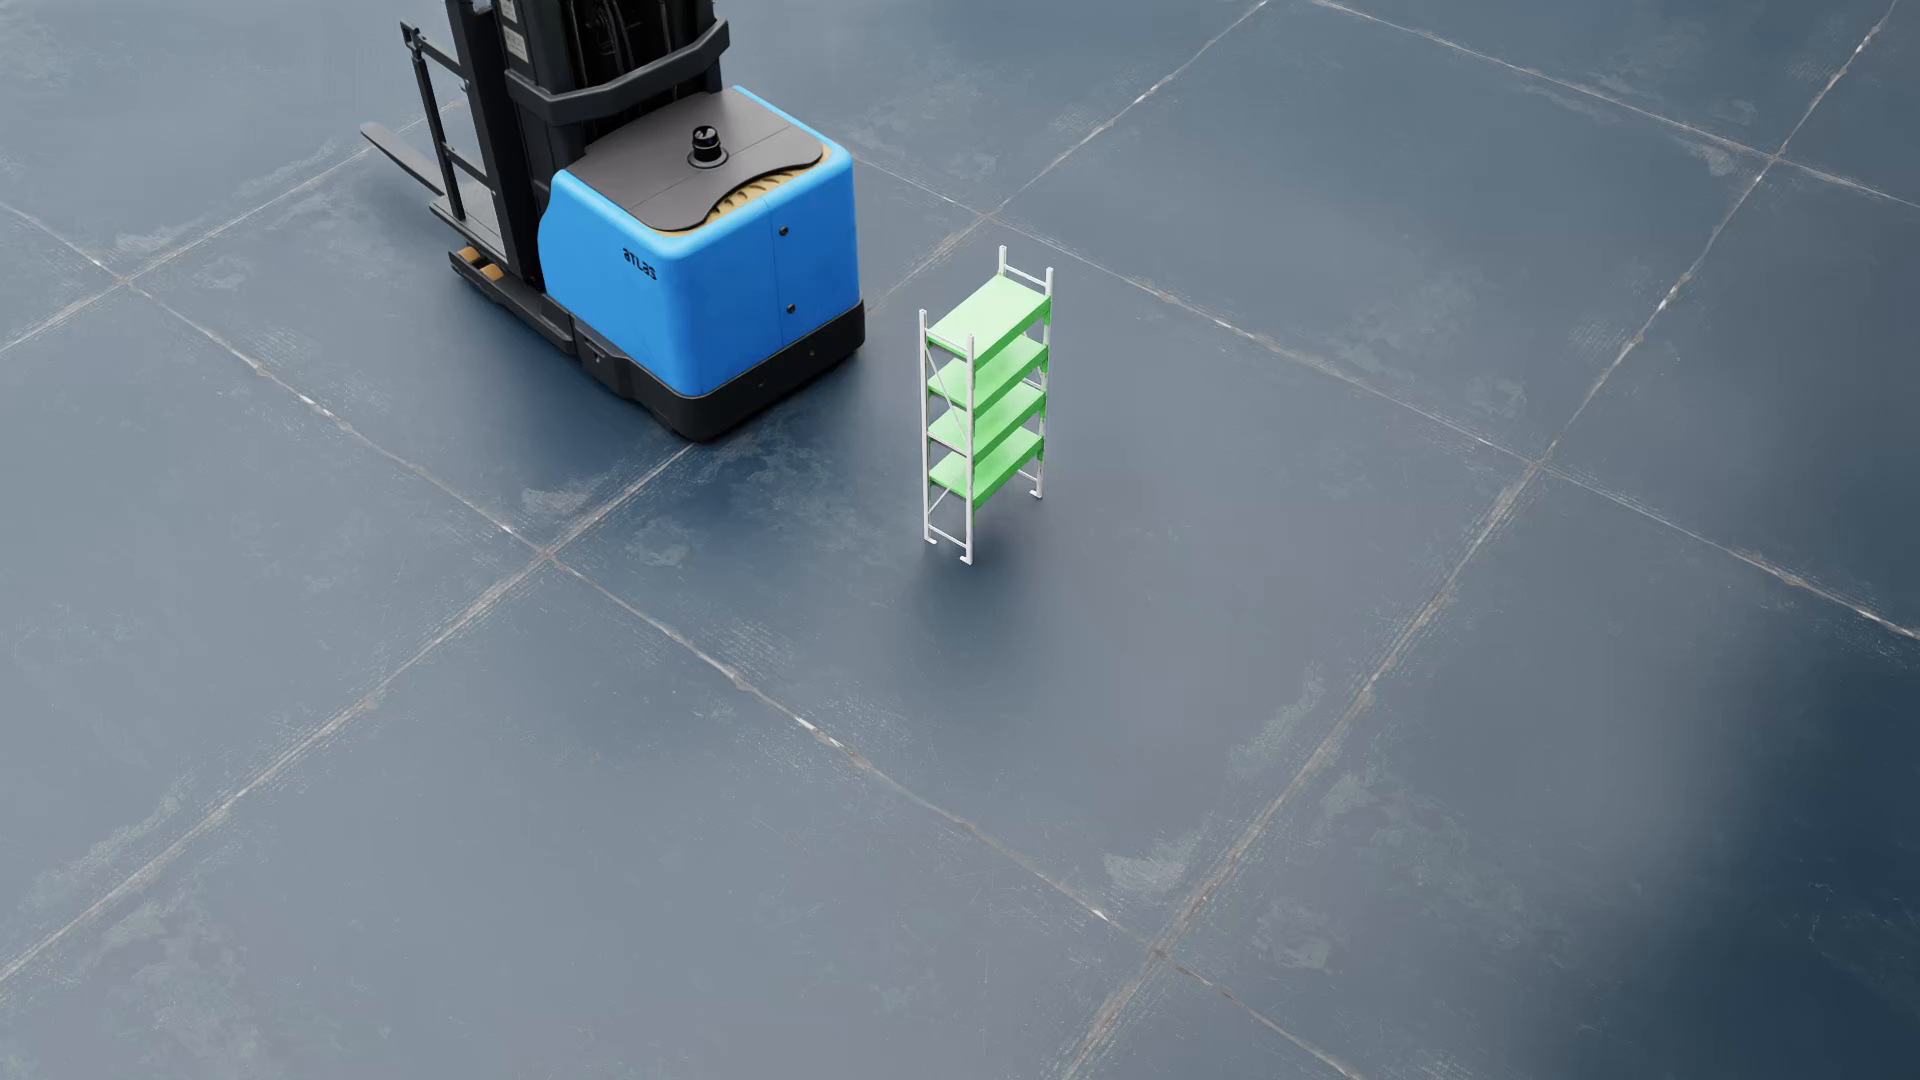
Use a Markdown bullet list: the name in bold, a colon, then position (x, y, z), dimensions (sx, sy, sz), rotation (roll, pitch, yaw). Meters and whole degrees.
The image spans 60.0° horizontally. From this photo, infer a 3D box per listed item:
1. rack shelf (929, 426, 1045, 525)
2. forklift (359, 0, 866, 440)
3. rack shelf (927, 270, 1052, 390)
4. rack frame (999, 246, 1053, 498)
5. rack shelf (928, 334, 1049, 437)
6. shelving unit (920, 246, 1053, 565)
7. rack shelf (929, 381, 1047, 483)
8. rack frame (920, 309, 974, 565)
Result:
- **rack shelf**: position (0.101, -0.299, 6.791), dimensions (0.258, 0.148, 0.480), rotation (29, 53, 25)
- **forklift**: position (-1.833, -2.410, 7.190), dimensions (1.130, 2.935, 3.031), rotation (-36, 56, -29)
- **rack shelf**: position (0.101, -0.797, 6.270), dimensions (0.258, 0.148, 0.480), rotation (29, 53, 25)
- **rack frame**: position (0.250, -0.649, 6.705), dimensions (0.240, 1.200, 0.015), rotation (29, 53, 25)
- **rack shelf**: position (0.101, -0.631, 6.444), dimensions (0.258, 0.148, 0.480), rotation (29, 53, 25)
- **shelving unit**: position (0.101, -0.509, 6.571), dimensions (0.258, 1.200, 0.503), rotation (29, 53, 25)
- **rack shelf**: position (0.101, -0.465, 6.618), dimensions (0.258, 0.148, 0.480), rotation (29, 53, 25)
- **rack frame**: position (-0.048, -0.370, 6.438), dimensions (0.240, 1.200, 0.015), rotation (29, 53, 25)
